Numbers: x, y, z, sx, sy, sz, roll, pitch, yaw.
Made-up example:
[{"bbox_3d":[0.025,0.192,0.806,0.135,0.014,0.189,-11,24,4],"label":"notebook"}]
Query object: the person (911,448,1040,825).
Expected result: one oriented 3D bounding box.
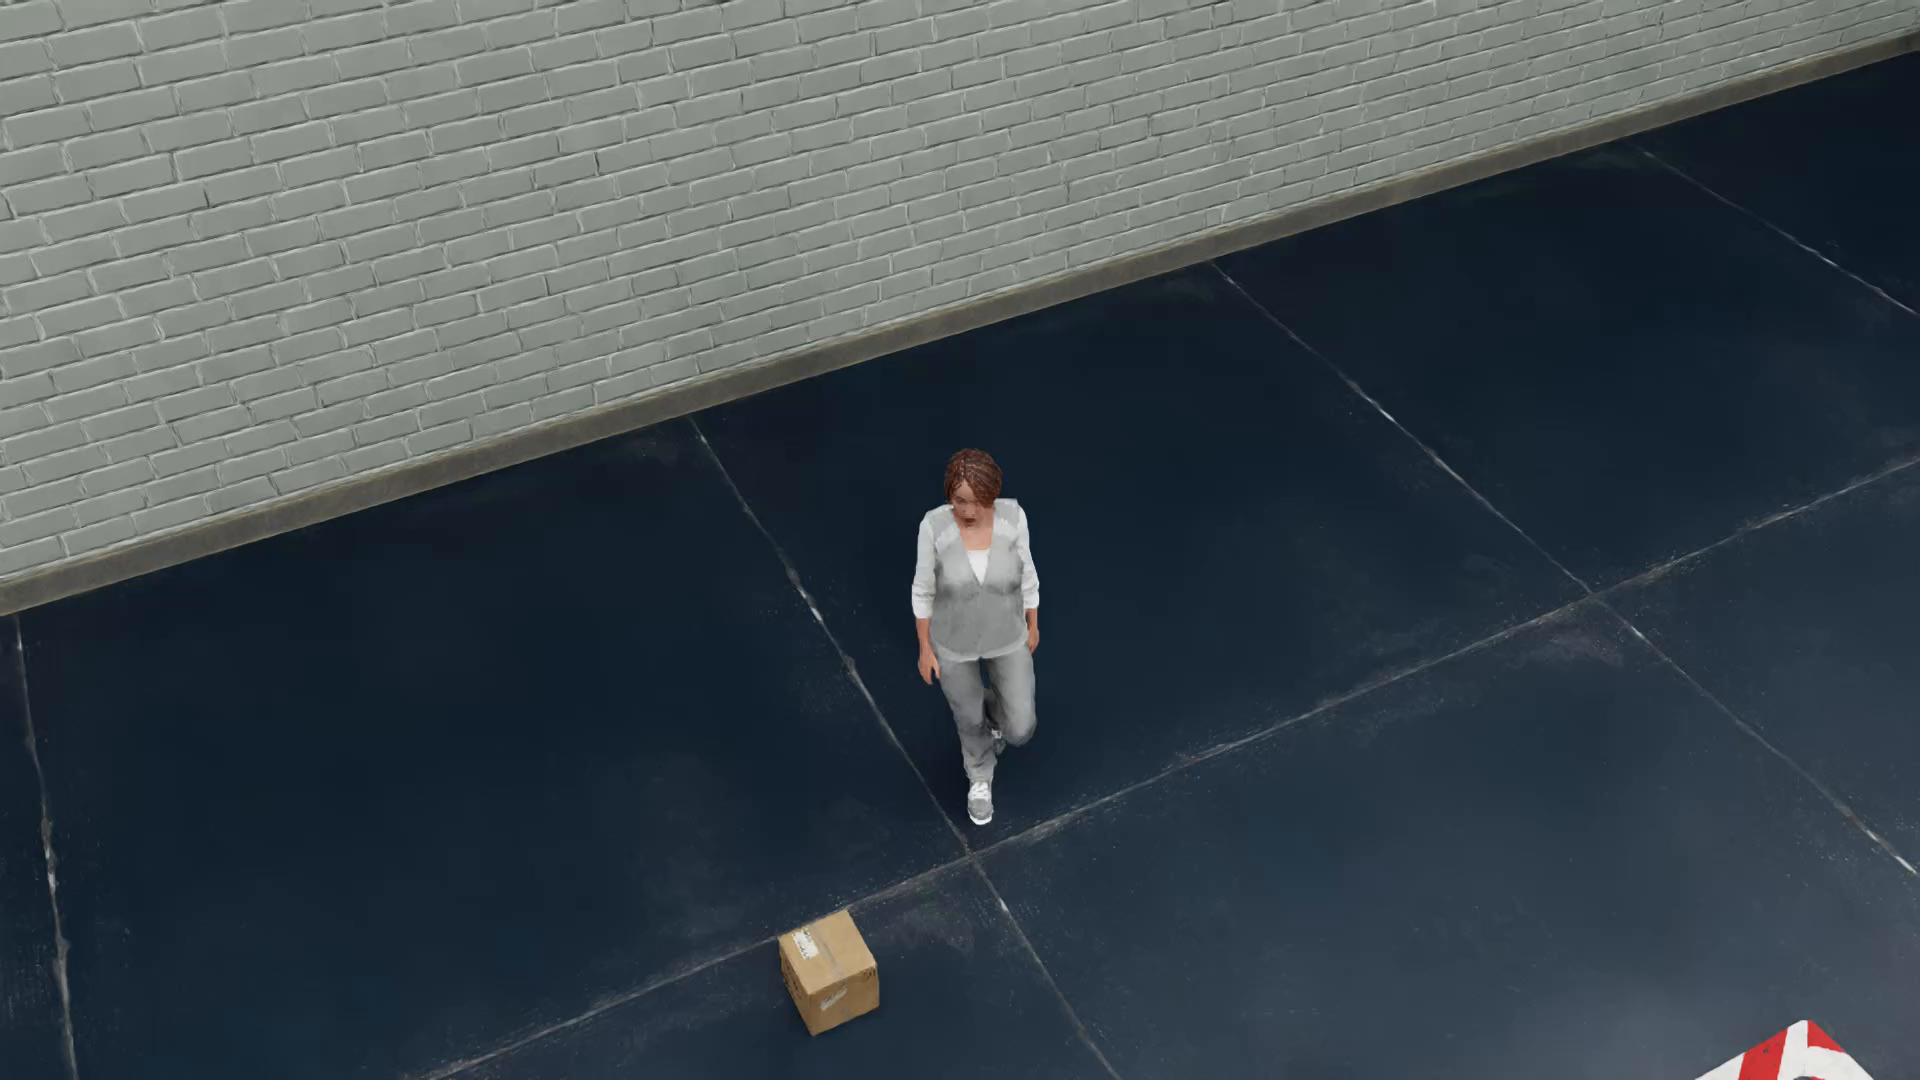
[{"bbox_3d":[0.061,0.342,5.760,0.449,1.597,0.453,-4,42,-5],"label":"person"}]
